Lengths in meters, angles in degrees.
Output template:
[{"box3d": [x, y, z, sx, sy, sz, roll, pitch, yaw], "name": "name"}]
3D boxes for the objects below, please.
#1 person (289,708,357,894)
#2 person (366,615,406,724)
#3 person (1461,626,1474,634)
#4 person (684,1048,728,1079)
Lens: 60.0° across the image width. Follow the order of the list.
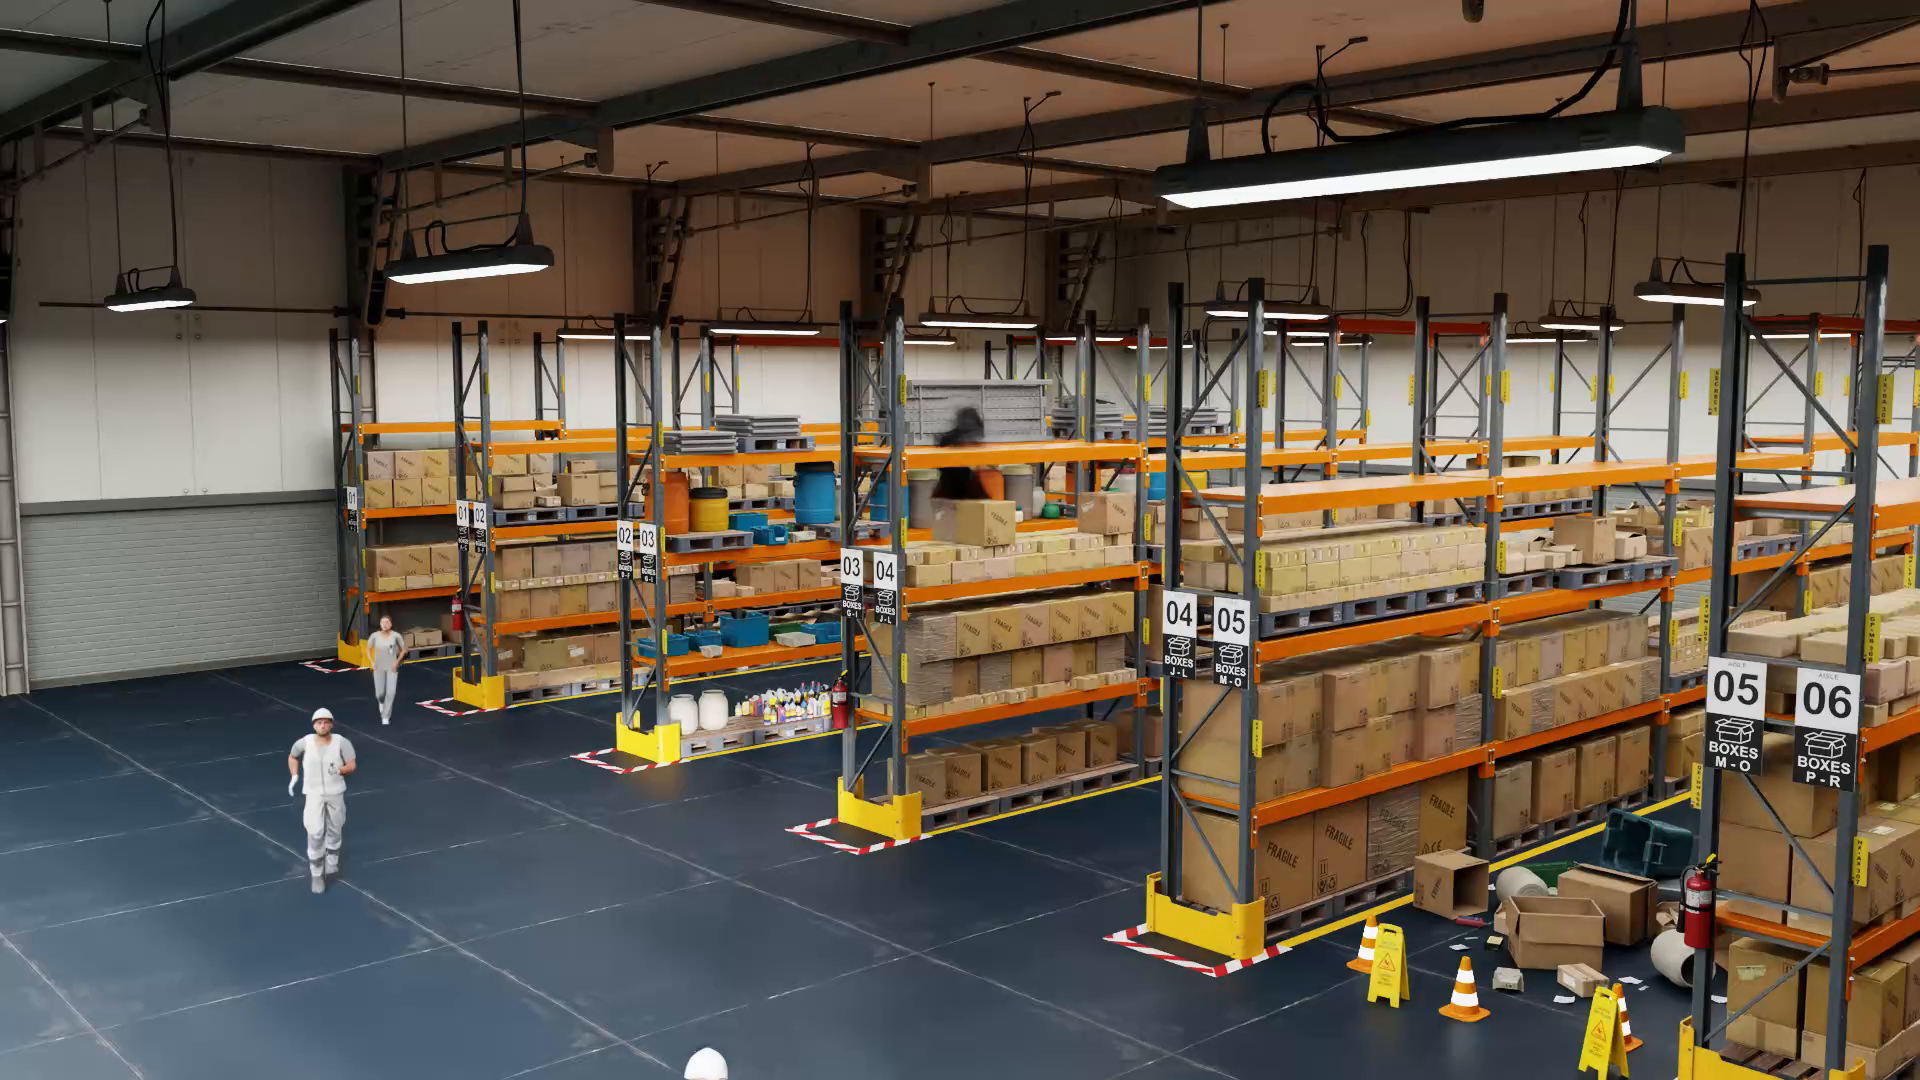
[{"box3d": [-6.437, 2.615, 16.825, 0.643, 1.845, 0.774, -3, 6, -24], "name": "person"}, {"box3d": [-8.577, 1.912, 24.866, 0.558, 1.632, 0.563, -2, 6, -21], "name": "person"}, {"box3d": [7.191, 2.027, 23.735, 0.584, 1.613, 0.557, 5, 8, 43], "name": "person"}, {"box3d": [-1.283, 3.456, 8.587, 0.681, 1.725, 0.654, 0, 6, 1], "name": "person"}]
